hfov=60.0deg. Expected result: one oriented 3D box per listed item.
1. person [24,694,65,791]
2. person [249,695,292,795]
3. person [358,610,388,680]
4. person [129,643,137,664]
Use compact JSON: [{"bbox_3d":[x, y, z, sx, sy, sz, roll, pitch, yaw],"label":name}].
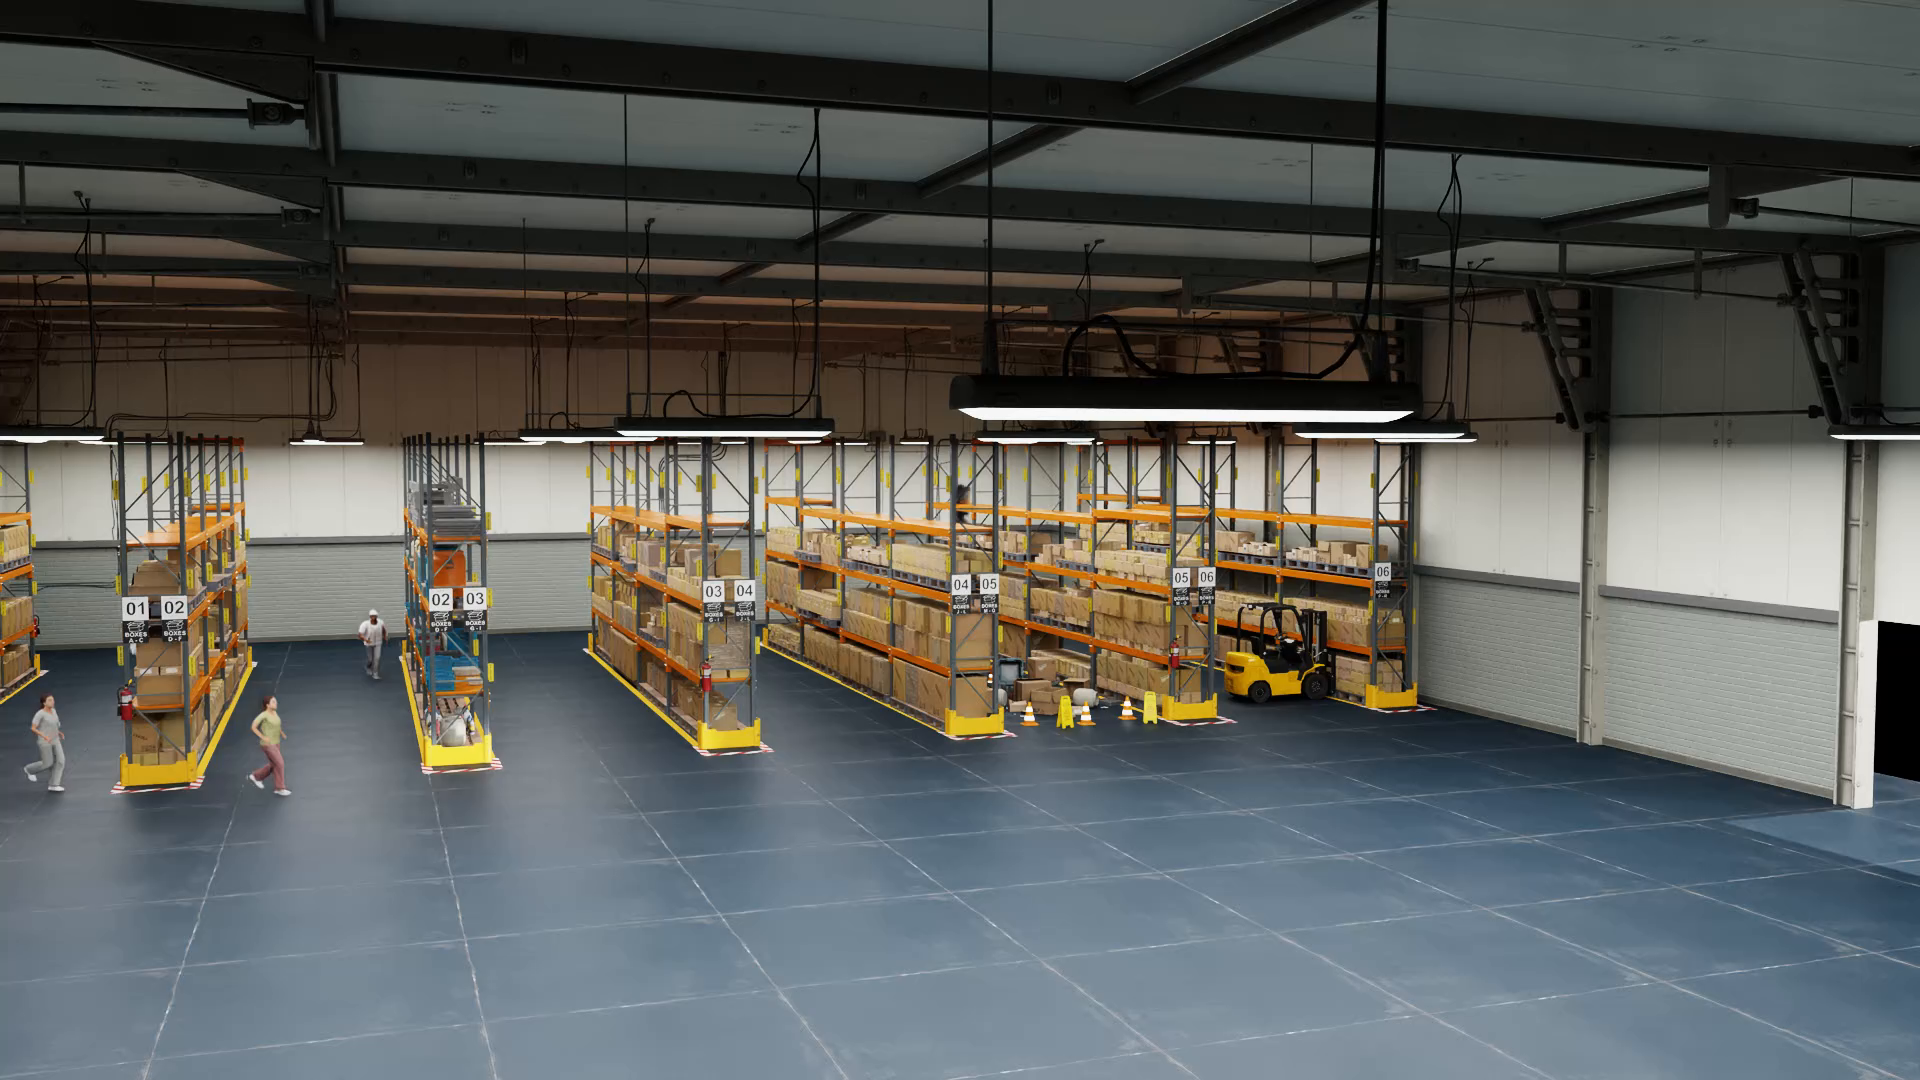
[{"bbox_3d":[-15.287,3.376,27.784,0.765,1.633,0.574,1,3,18],"label":"person"},{"bbox_3d":[-11.422,3.383,27.418,0.762,1.661,0.624,0,3,7],"label":"person"},{"bbox_3d":[-14.584,2.580,41.260,0.695,1.722,0.853,-2,4,-30],"label":"person"},{"bbox_3d":[-19.054,2.760,38.796,0.611,1.646,0.752,-2,4,-30],"label":"person"}]
